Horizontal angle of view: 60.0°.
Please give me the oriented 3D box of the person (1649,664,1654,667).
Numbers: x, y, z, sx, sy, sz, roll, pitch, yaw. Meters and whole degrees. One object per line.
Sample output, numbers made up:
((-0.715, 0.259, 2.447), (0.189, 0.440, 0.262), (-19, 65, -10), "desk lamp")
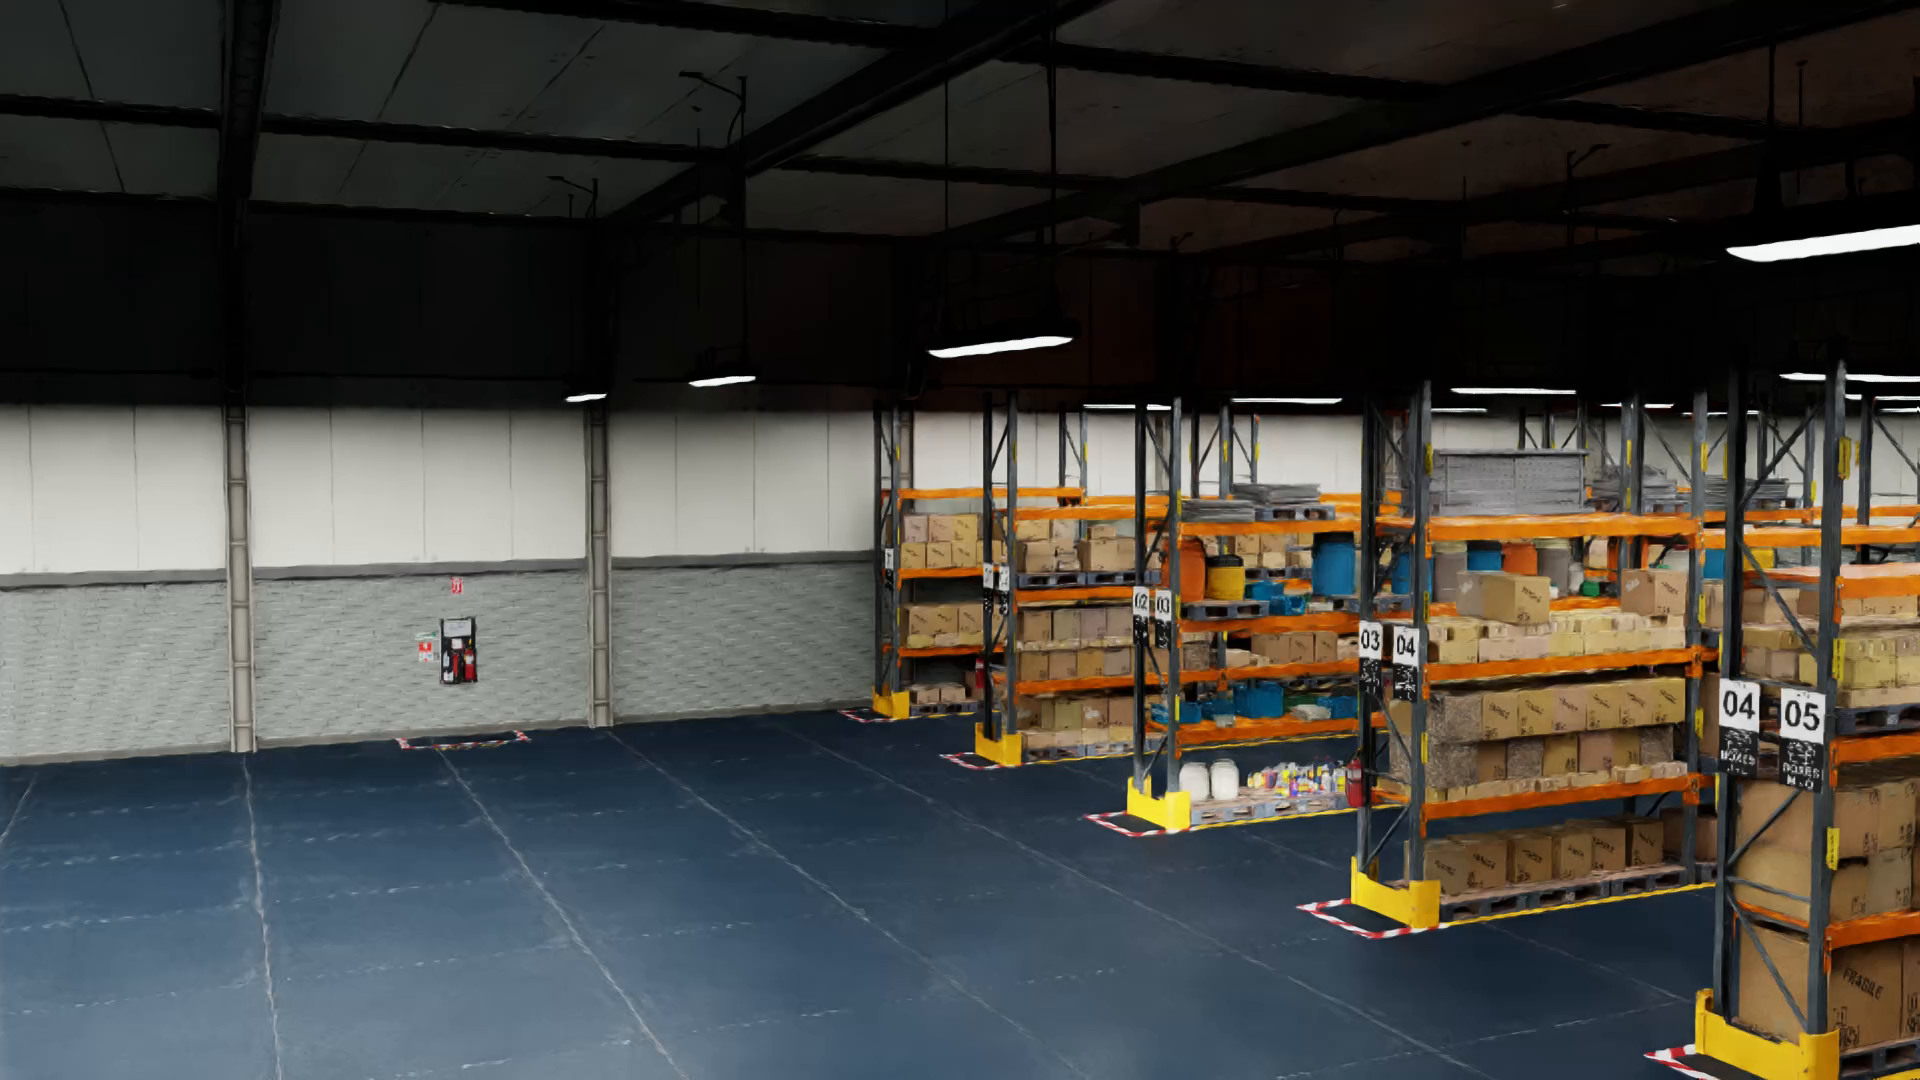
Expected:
((16.138, 2.109, 37.990), (0.685, 1.672, 0.553), (1, 3, 14), "person")
